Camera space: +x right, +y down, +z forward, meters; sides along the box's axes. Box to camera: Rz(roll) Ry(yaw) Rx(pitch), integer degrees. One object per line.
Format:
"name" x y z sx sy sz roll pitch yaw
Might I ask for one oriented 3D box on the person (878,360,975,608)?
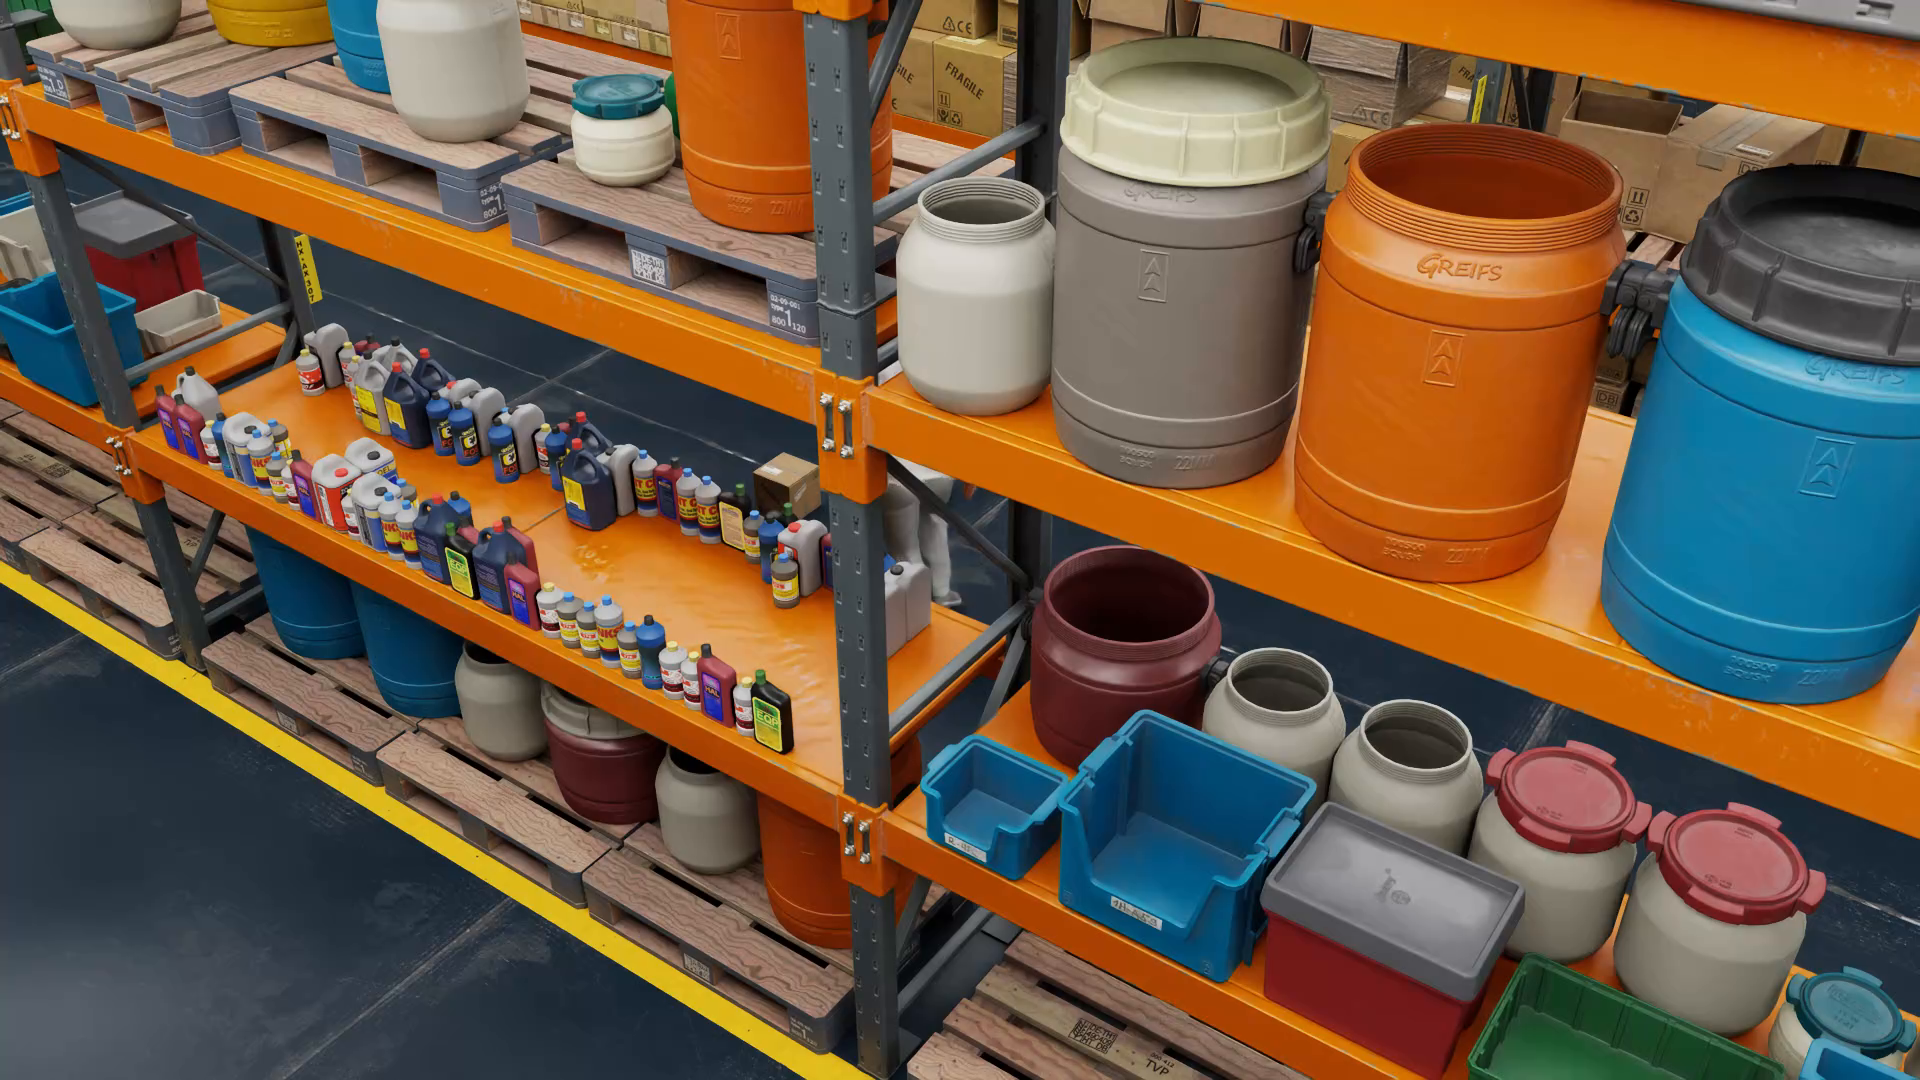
"person" -0.241 -0.324 7.582 0.569 1.757 0.519 -12 36 -16
